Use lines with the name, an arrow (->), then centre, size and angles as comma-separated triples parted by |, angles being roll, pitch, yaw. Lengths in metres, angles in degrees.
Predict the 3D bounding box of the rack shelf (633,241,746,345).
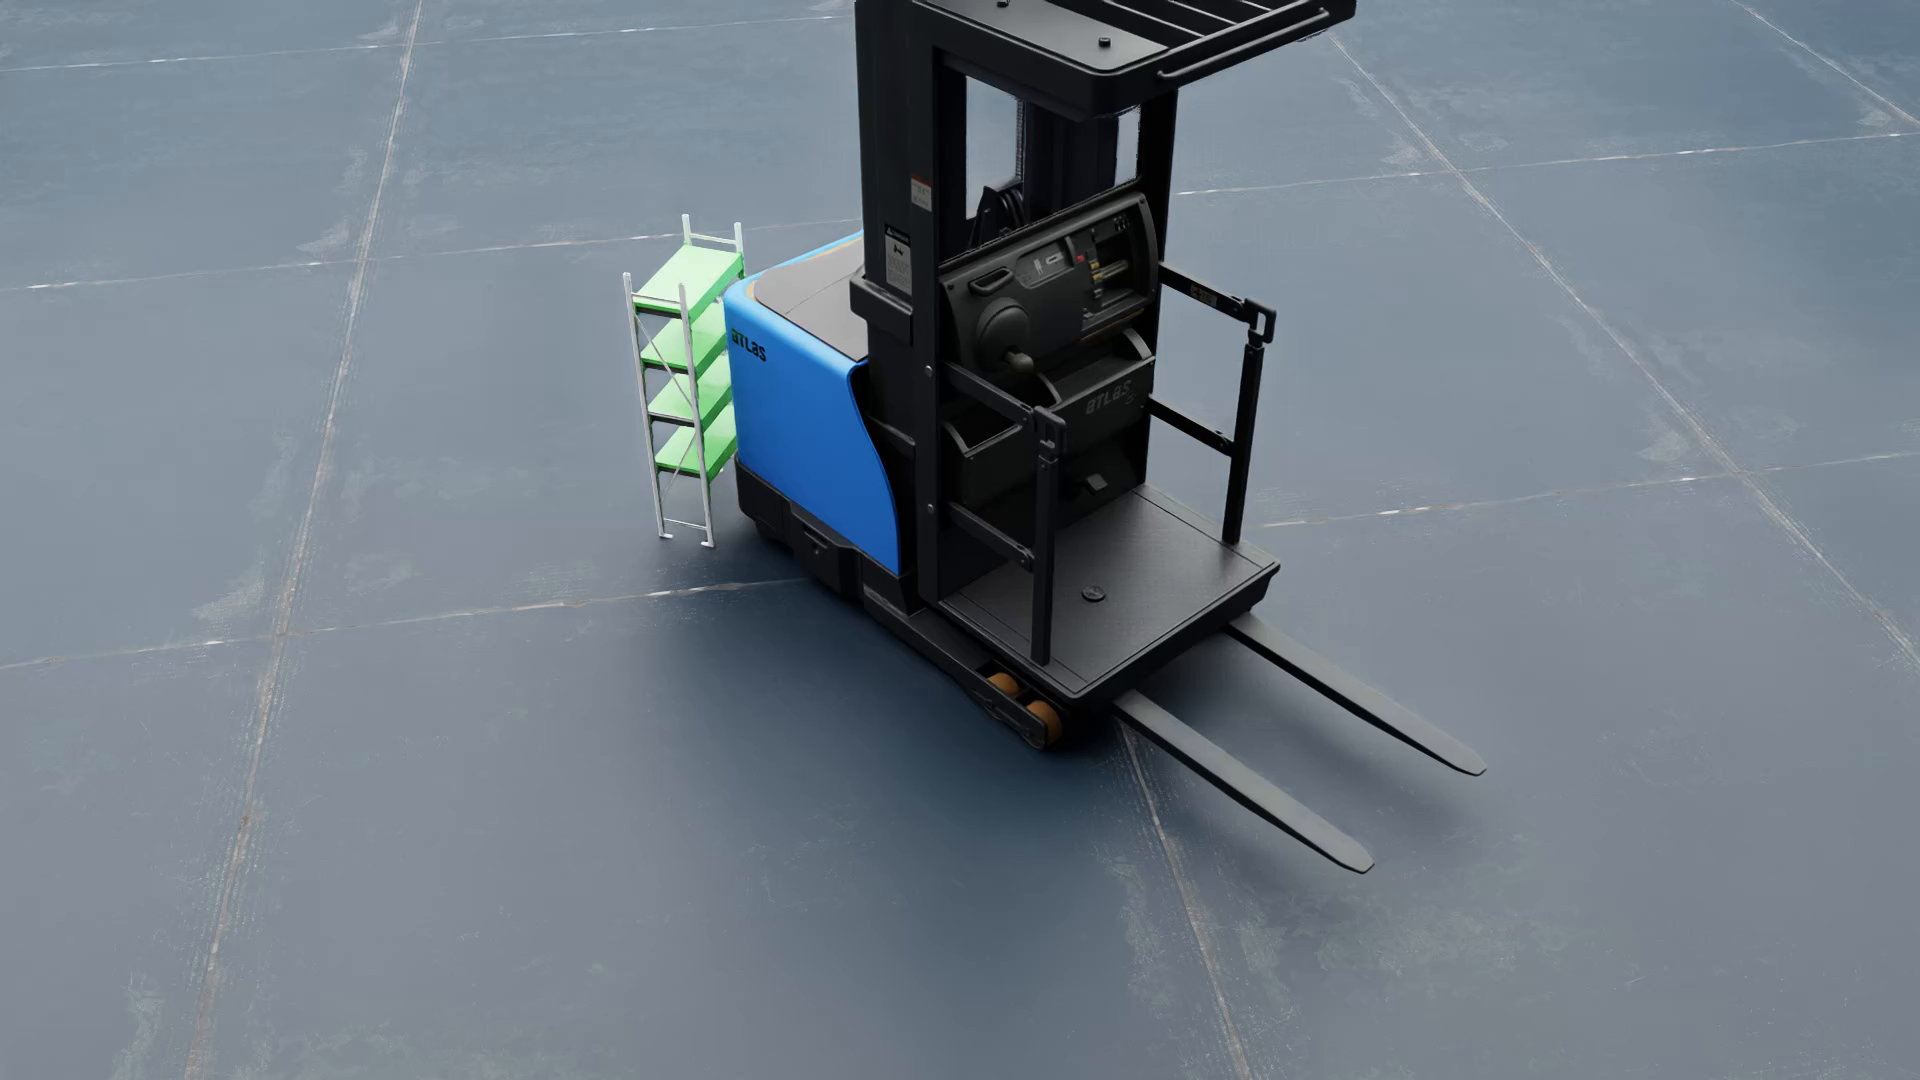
rack shelf -> -1.031, -0.942, 6.306 | 0.258, 0.148, 0.480 | 11, 39, 14

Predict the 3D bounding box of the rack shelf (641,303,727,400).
rack shelf -> -1.031, -0.752, 6.453 | 0.258, 0.148, 0.480 | 11, 39, 14

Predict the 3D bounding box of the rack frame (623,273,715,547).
rack frame -> -1.107, -0.471, 6.378 | 0.240, 1.200, 0.015 | 11, 39, 14

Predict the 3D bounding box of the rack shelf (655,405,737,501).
rack shelf -> -1.031, -0.373, 6.748 | 0.258, 0.148, 0.480 | 11, 39, 14

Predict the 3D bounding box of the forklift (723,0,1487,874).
forklift -> 0.458, -0.787, 5.374 | 1.130, 2.935, 3.031 | -29, 46, -32

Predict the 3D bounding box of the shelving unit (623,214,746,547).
shelving unit -> -1.031, -0.613, 6.561 | 0.258, 1.200, 0.503 | 11, 39, 14

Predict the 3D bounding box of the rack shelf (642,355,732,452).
rack shelf -> -1.031, -0.563, 6.600 | 0.258, 0.148, 0.480 | 11, 39, 14

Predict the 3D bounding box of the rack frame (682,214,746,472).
rack frame -> -0.954, -0.755, 6.744 | 0.240, 1.200, 0.015 | 11, 39, 14
